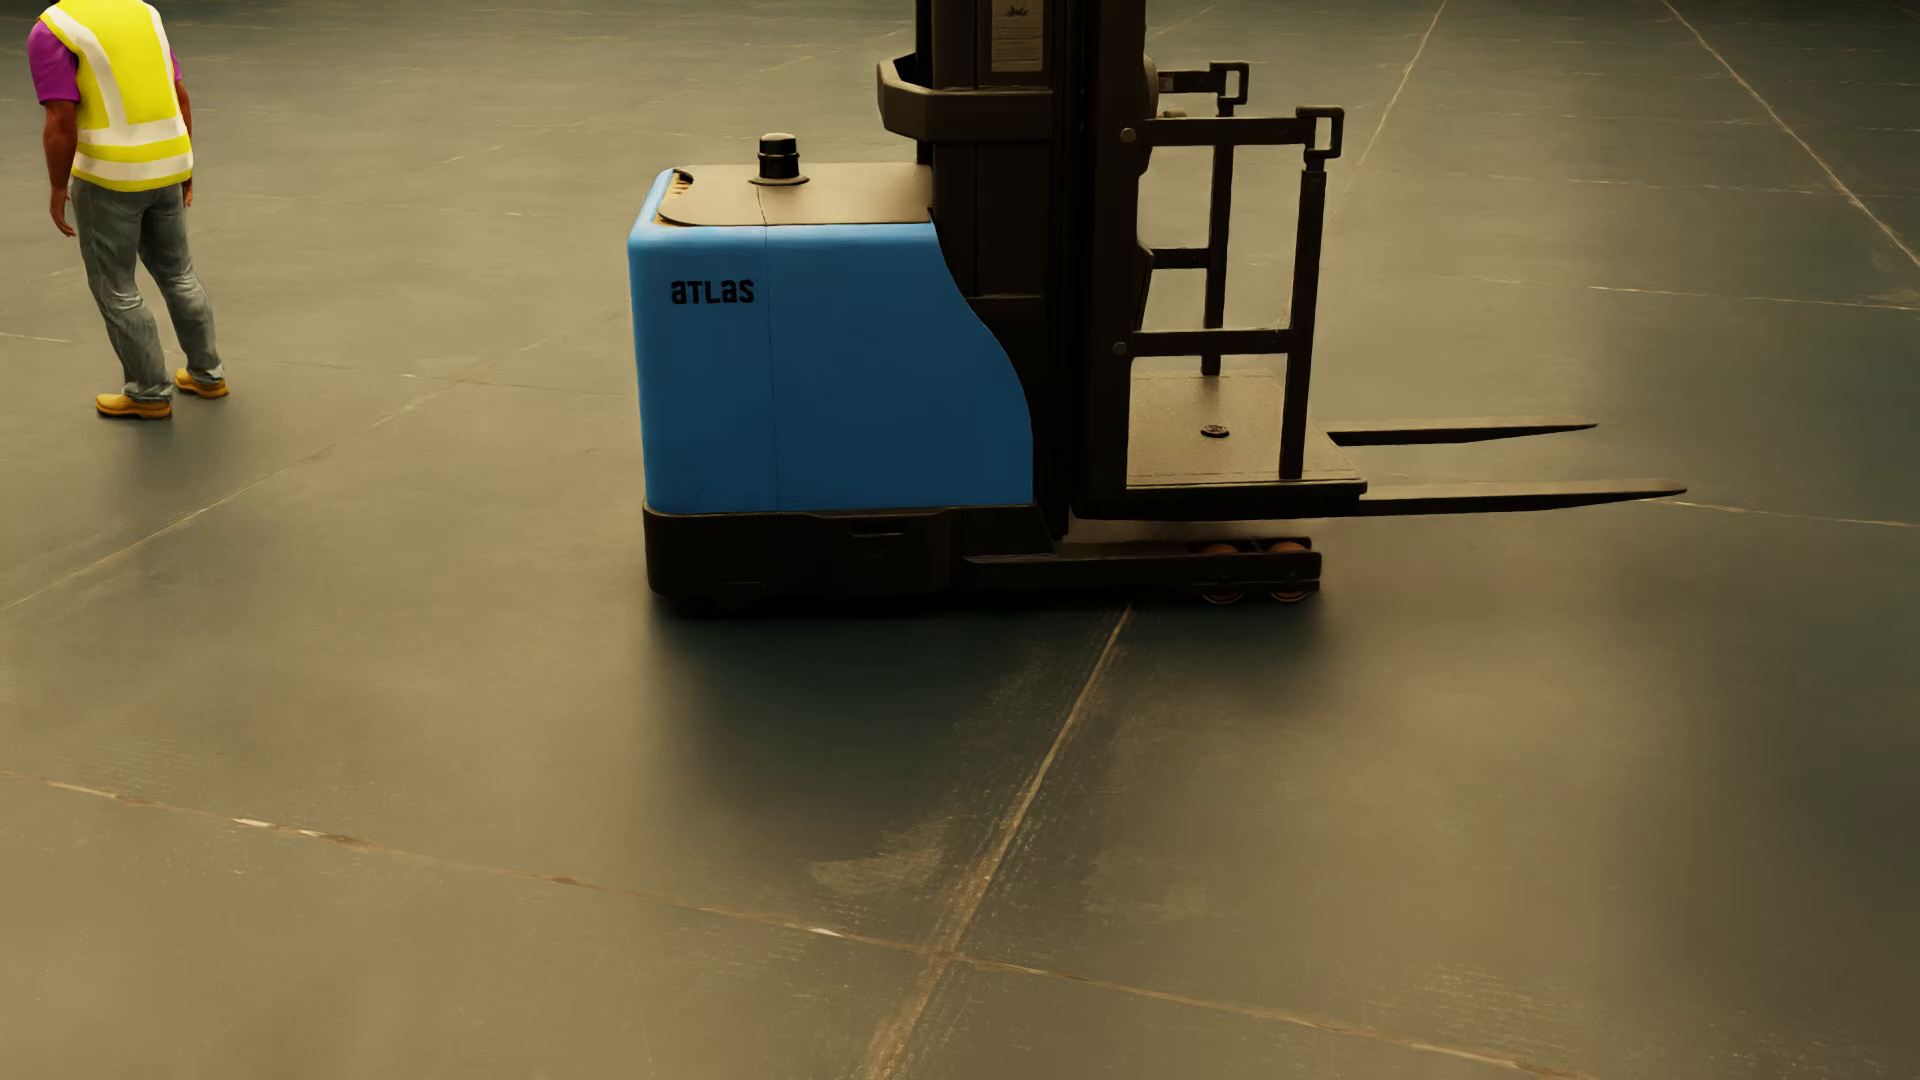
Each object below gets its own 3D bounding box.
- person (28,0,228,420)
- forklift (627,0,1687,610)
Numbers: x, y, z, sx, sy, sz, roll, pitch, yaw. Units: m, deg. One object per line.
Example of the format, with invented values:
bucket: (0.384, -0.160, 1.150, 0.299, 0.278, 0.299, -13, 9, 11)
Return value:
person: (-3.044, -1.326, 6.033, 0.461, 1.759, 0.628, 9, 24, 21)
forklift: (0.606, -1.374, 4.608, 3.031, 2.935, 1.130, -2, 23, -4)
